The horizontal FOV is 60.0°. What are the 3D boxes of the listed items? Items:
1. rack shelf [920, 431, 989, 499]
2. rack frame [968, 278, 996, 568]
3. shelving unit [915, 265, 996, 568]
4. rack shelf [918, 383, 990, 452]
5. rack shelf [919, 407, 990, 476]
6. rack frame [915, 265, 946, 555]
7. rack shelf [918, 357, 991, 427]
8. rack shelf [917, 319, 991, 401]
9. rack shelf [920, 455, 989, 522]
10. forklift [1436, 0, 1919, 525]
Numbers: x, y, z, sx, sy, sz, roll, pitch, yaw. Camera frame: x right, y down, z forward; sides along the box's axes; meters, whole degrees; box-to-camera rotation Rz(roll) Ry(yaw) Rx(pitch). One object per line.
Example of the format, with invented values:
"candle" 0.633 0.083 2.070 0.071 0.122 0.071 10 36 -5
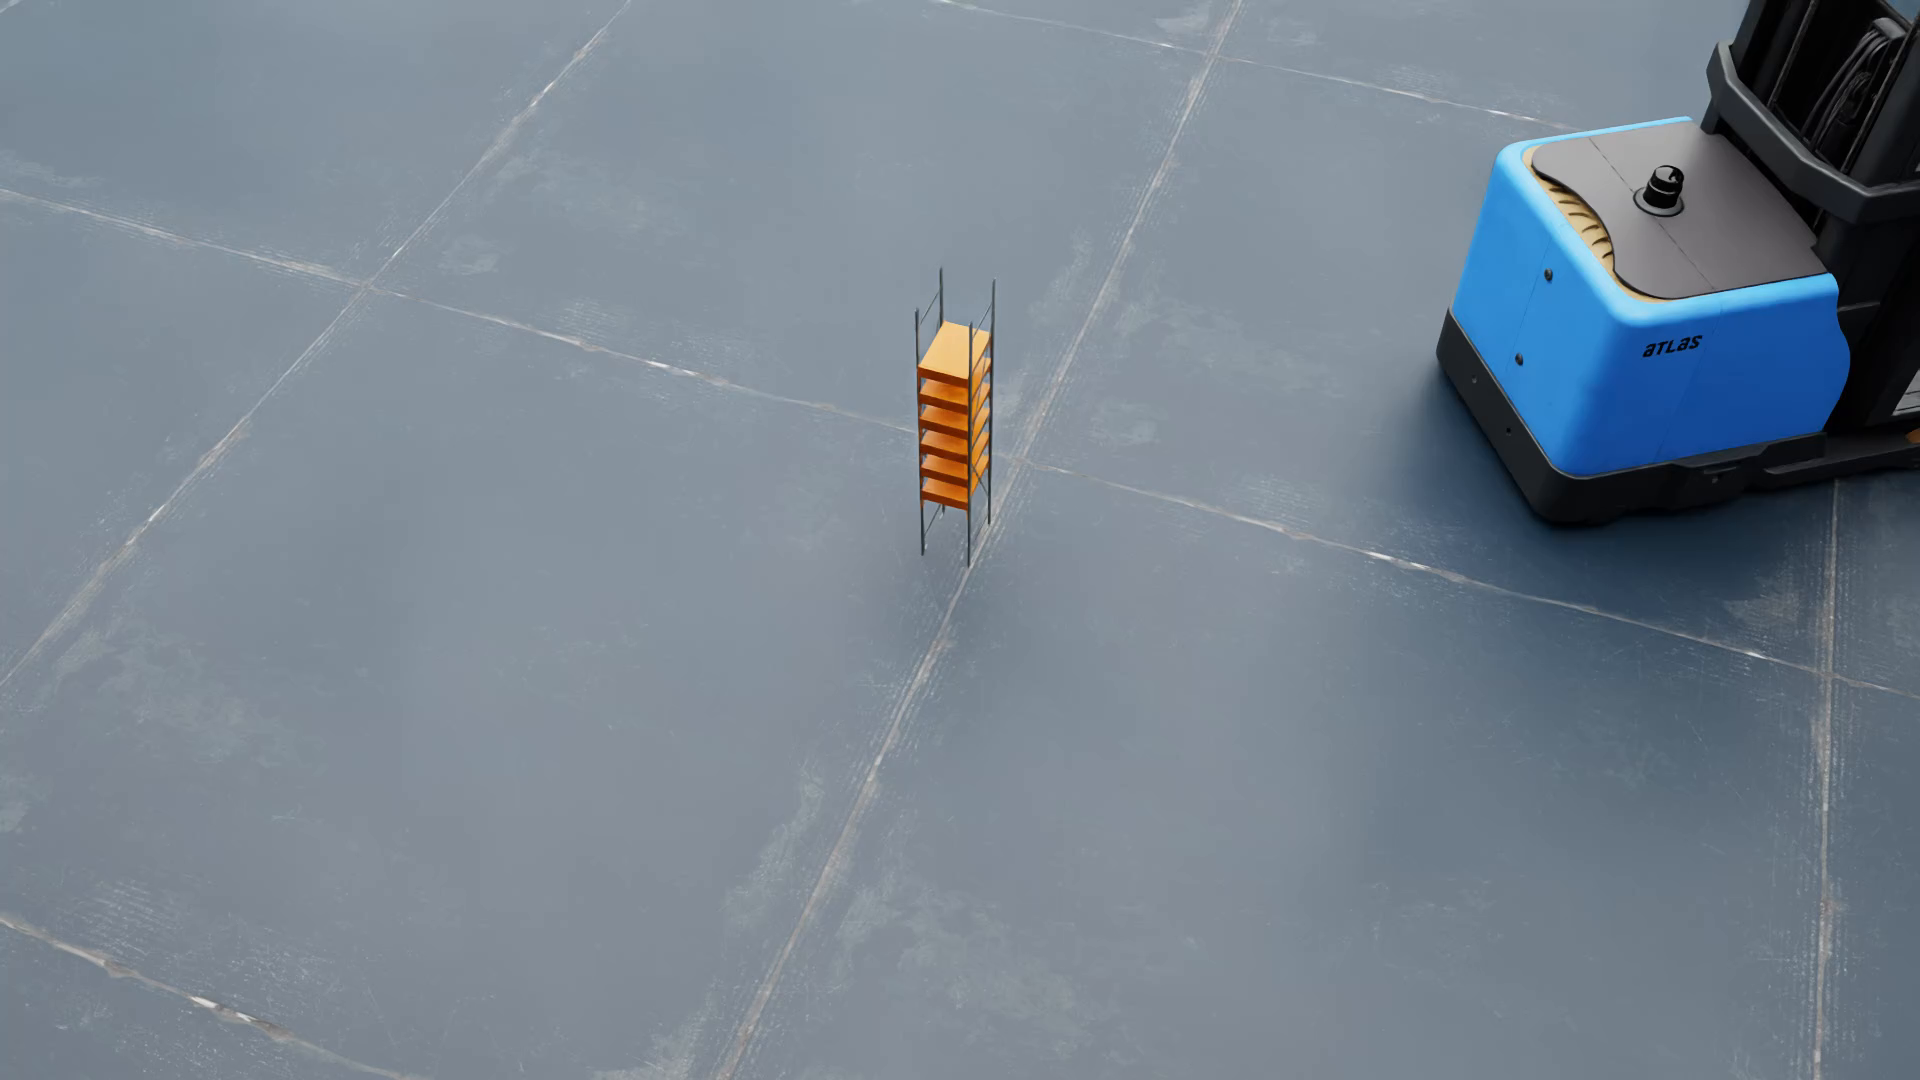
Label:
"rack shelf" -0.014 -0.289 5.924 0.180 0.103 0.258 16 51 13
"rack frame" 0.072 -0.373 5.779 0.006 1.200 0.240 16 51 13
"shelving unit" -0.014 -0.397 5.800 0.189 1.200 0.258 16 51 13
"rack shelf" -0.014 -0.446 5.743 0.180 0.103 0.258 16 51 13
"rack shelf" -0.014 -0.368 5.833 0.180 0.103 0.258 16 51 13
"rack frame" -0.099 -0.421 5.821 0.006 1.200 0.240 16 51 13
"rack shelf" -0.014 -0.525 5.652 0.180 0.103 0.258 16 51 13
"rack shelf" -0.014 -0.603 5.561 0.180 0.103 0.258 16 51 13
"rack shelf" -0.014 -0.210 6.015 0.180 0.103 0.258 16 51 13
"forklift" 3.524 -1.619 5.714 3.031 2.935 1.130 -11 50 -9
